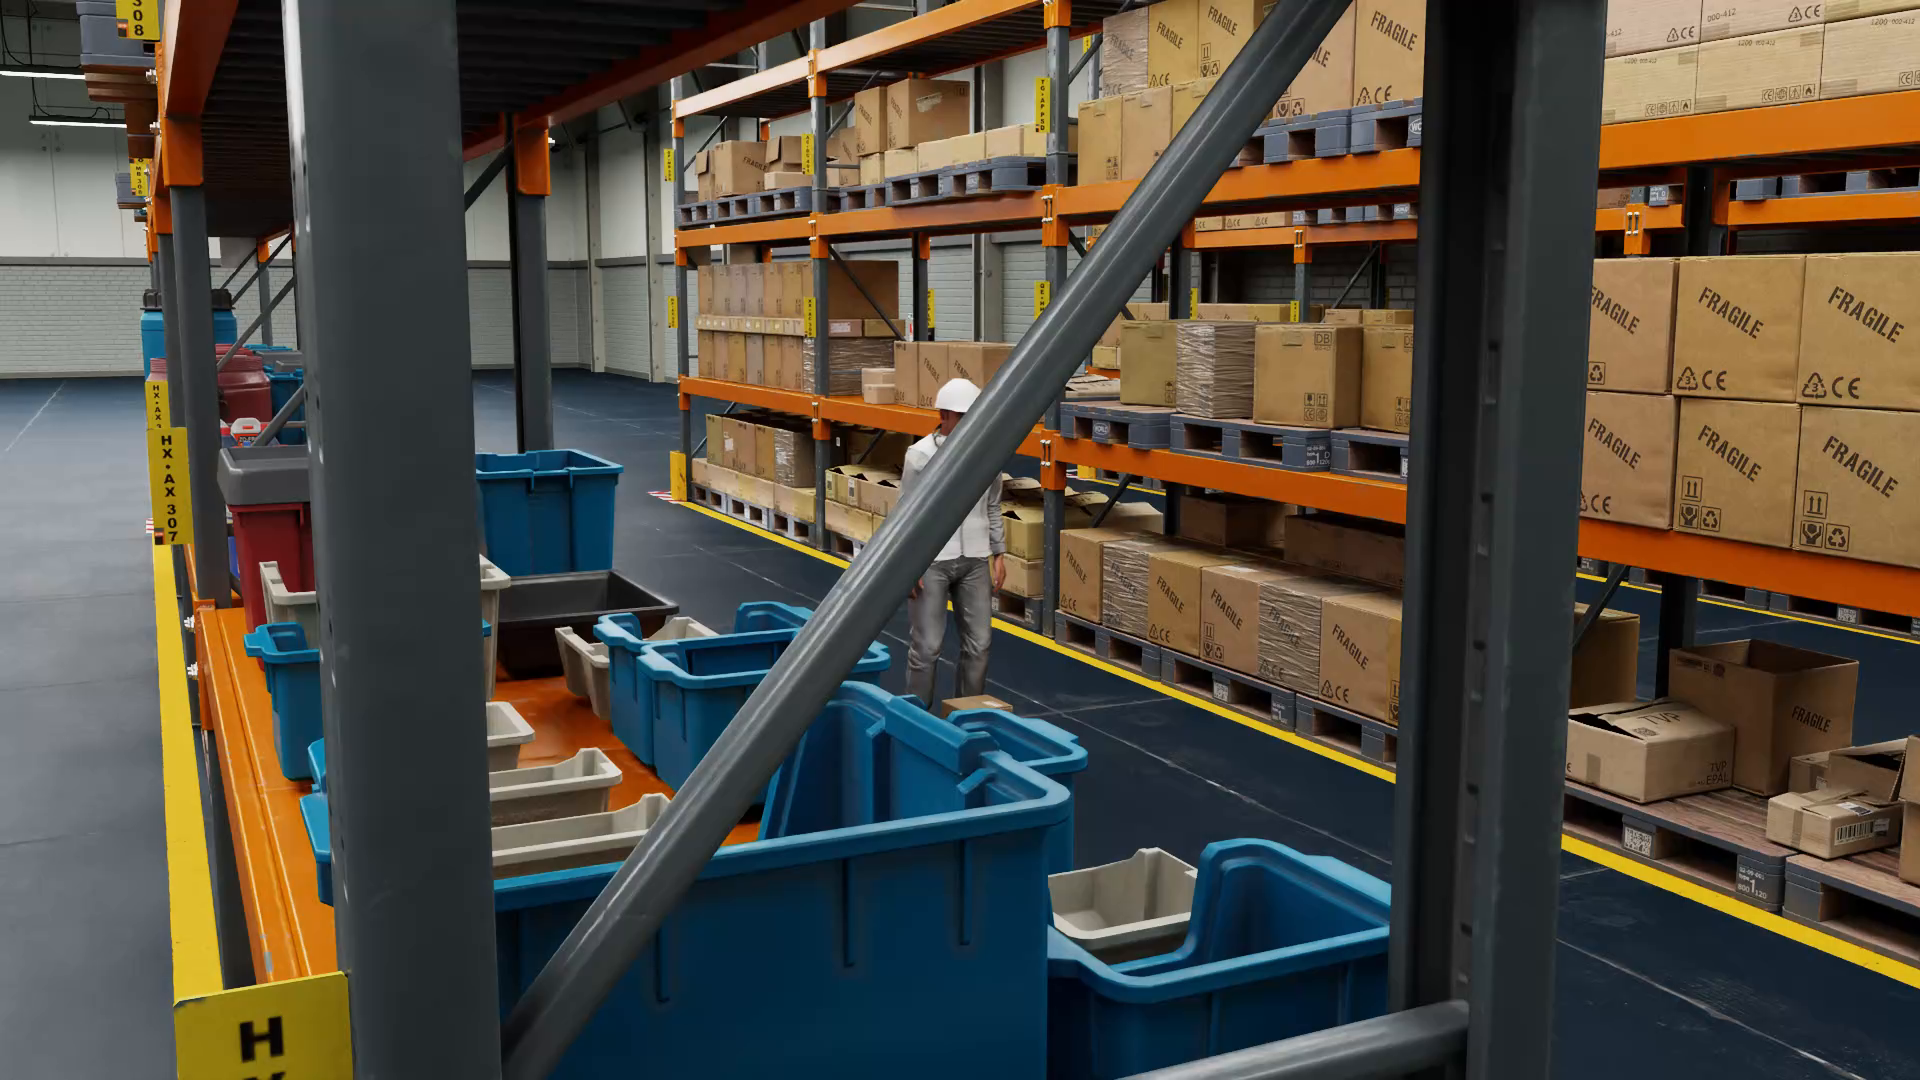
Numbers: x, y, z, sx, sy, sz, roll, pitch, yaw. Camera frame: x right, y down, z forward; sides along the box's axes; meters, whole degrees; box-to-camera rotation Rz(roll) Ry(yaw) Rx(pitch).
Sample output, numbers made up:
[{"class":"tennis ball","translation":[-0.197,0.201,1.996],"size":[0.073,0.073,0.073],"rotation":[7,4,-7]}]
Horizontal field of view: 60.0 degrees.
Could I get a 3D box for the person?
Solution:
[{"class":"person","translation":[-0.042,0.110,8.009],"size":[0.580,1.772,0.461],"rotation":[-4,9,-26]}]
